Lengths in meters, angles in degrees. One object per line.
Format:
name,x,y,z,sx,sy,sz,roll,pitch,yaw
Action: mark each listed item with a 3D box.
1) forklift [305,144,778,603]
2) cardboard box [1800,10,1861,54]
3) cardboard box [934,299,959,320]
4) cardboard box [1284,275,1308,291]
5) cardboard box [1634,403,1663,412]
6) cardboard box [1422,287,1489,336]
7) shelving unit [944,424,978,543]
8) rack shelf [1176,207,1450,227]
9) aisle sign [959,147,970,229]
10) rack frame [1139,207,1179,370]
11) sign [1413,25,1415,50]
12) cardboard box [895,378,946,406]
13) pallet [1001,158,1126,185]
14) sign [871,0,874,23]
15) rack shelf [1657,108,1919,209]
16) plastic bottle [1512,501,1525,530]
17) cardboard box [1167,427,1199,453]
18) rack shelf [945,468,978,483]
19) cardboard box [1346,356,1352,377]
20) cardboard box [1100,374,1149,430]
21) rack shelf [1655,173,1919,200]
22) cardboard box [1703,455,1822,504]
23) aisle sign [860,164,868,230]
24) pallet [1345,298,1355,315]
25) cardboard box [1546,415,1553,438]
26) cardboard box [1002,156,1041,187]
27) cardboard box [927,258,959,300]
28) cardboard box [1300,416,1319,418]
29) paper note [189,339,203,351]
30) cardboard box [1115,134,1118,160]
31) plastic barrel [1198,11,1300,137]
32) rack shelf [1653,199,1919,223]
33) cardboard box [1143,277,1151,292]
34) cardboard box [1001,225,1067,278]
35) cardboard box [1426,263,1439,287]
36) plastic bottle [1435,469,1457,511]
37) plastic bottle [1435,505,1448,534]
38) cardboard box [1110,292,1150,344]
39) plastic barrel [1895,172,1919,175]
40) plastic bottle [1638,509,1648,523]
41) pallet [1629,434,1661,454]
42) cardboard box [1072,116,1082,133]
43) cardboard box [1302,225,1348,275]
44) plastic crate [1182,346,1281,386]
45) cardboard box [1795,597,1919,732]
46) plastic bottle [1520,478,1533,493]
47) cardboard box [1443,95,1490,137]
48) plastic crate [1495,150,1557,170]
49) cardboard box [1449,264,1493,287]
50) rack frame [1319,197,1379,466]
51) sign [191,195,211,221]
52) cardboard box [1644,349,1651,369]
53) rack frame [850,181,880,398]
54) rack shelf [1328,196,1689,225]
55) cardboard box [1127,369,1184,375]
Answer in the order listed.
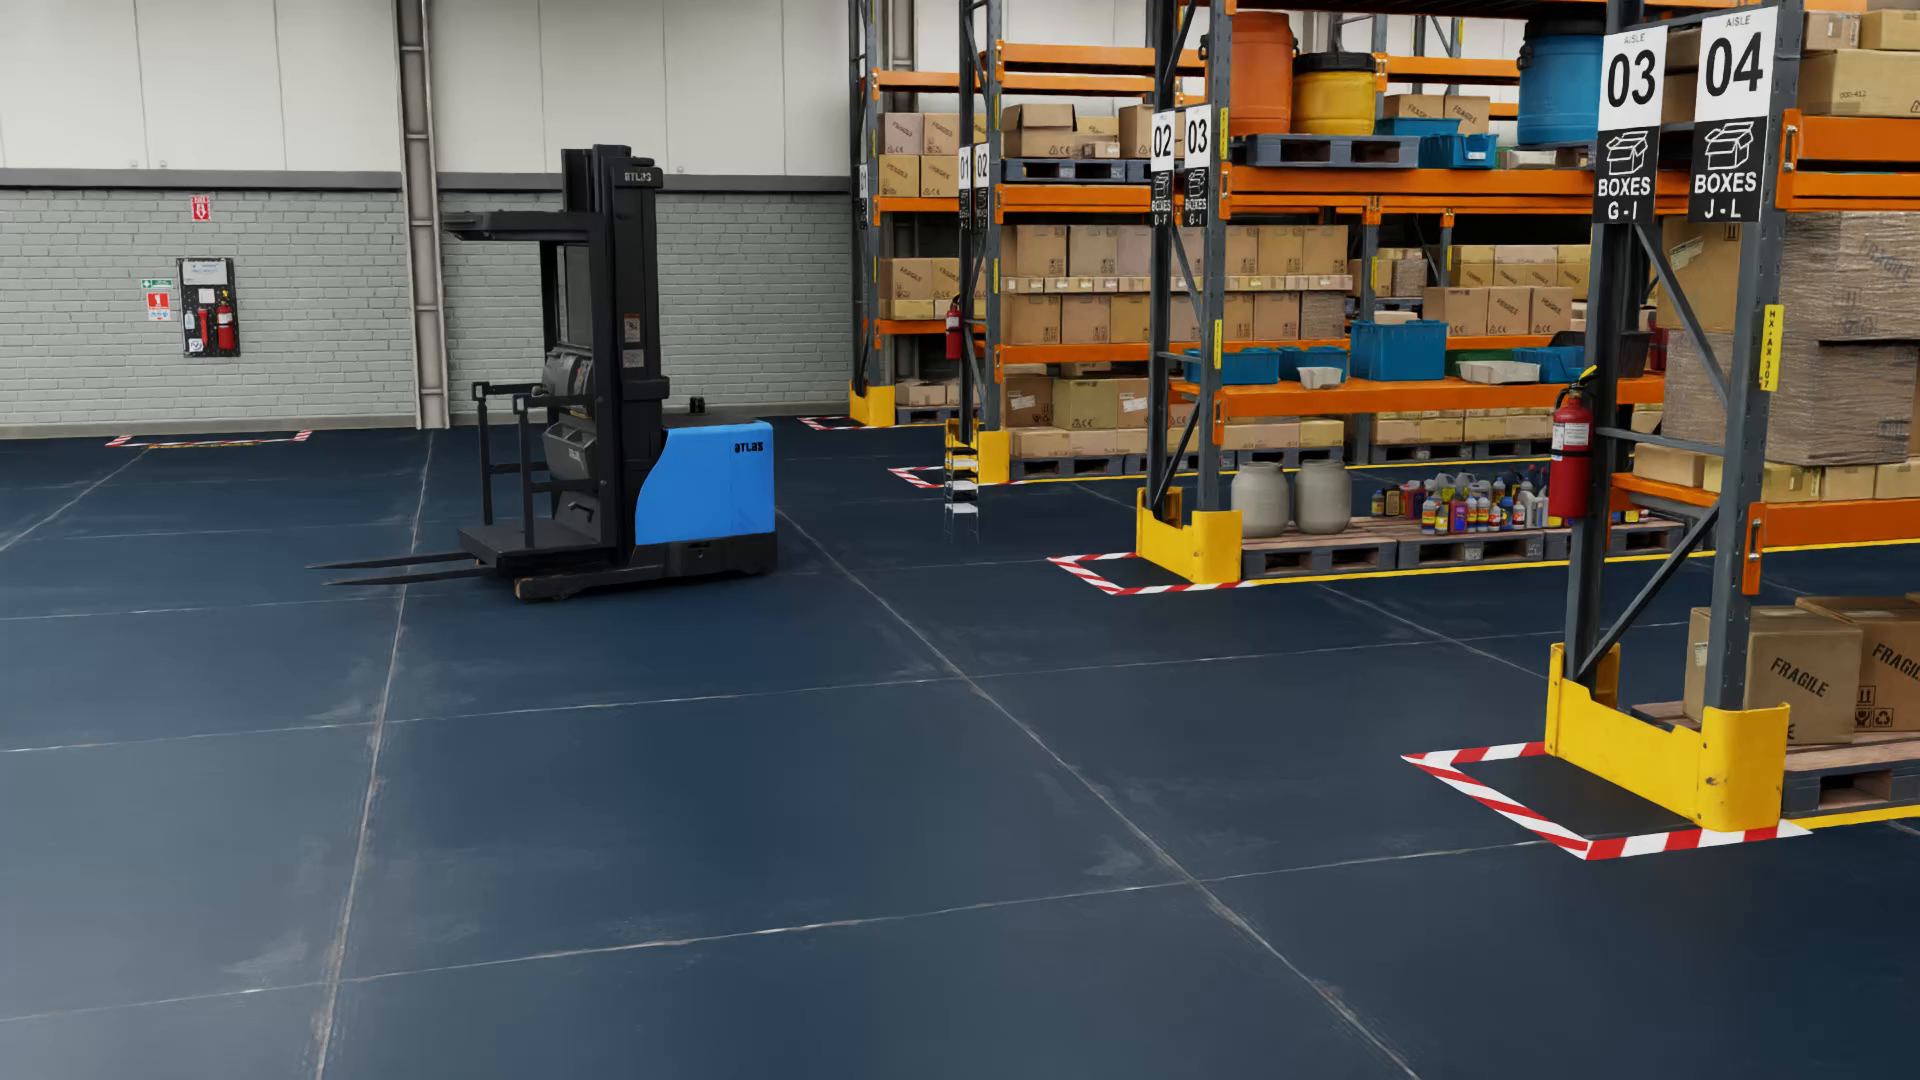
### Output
forklift,-2.817,-1.138,11.134,3.031,2.935,1.130,-6,12,-30
cardboard box,3.284,-1.977,6.527,0.250,0.149,0.380,-3,11,-16
cardboard box,-0.147,-2.923,20.998,0.500,0.250,0.500,-3,11,-18
cardboard box,3.340,-2.621,16.934,0.250,0.149,0.380,-3,11,-18
cardboard box,7.436,-1.593,18.302,0.500,0.311,0.500,-3,11,-14
cardboard box,5.278,-2.442,17.750,0.500,0.500,0.500,-2,11,-12
shelving unit,0.008,-0.443,12.967,0.210,0.900,0.258,-3,11,-16
rack shelf,4.562,-4.414,22.439,4.000,0.370,1.077,-3,11,-16
aisle sign,0.044,-3.454,16.343,0.004,0.787,0.394,-3,11,-16
rack frame,2.642,-3.191,22.095,0.127,3.000,1.000,-3,11,-16
sign,6.324,-6.977,23.076,0.005,0.325,0.100,-3,11,-16
cardboard box,-0.509,-1.902,21.305,0.500,0.311,0.500,-4,11,-22
pallet,0.876,-3.591,16.226,1.213,0.211,1.003,-3,11,-16
sign,-1.047,-6.343,19.849,0.005,0.325,0.100,-3,11,-16
rack shelf,4.875,-1.628,7.307,4.000,0.370,1.077,-3,11,-16
plastic bottle,4.116,-0.182,12.264,0.097,0.201,0.097,0,10,0
cardboard box,2.207,-1.046,16.878,0.500,0.250,0.500,-3,11,-16
rack shelf,0.008,-0.499,12.957,0.200,0.077,0.258,-3,11,-16
cardboard box,5.279,-2.329,23.103,0.500,0.500,0.700,-3,11,-16
cardboard box,1.723,-1.392,16.689,0.500,0.500,0.500,-3,11,-16
rack shelf,7.331,-2.691,13.084,4.000,0.370,1.077,-3,11,-16
cardboard box,3.295,-0.255,6.840,0.250,0.149,0.380,-3,11,-16
aisle sign,-1.184,-4.211,20.458,0.004,0.787,0.394,-3,11,-16
pallet,4.593,-3.192,22.630,1.213,0.211,1.003,-3,11,-16
cardboard box,6.456,-1.266,18.074,0.500,0.250,0.500,-3,11,-15
cardboard box,0.724,-4.575,20.997,0.500,0.500,0.500,-2,11,-12
cardboard box,-0.179,-3.289,20.914,0.500,0.500,0.500,-3,11,-16
cardboard box,3.500,-1.214,17.789,0.500,0.250,0.500,-3,11,-16
paper note,-9.102,-2.322,19.809,0.142,0.148,0.016,-3,11,-16
cardboard box,1.755,-3.967,16.723,0.500,0.311,0.500,-2,11,-9
plastic barrel,2.001,-3.206,11.546,0.708,0.830,0.600,-3,11,-16
rack shelf,9.791,-3.755,18.862,4.000,0.370,1.077,-3,11,-16
cardboard box,1.862,-2.544,16.512,0.250,0.149,0.380,-3,11,-17
cardboard box,0.692,-2.839,16.324,0.500,0.500,0.700,-3,11,-16
cardboard box,6.862,-3.669,23.536,0.500,0.500,0.500,-3,11,-16
plastic bottle,3.752,-0.373,12.891,0.185,0.351,0.144,-3,11,-14
plastic bottle,3.498,-0.149,12.087,0.097,0.201,0.097,0,10,0
cardboard box,1.622,-2.250,16.706,0.500,0.500,0.700,-3,11,-16
plastic barrel,7.774,-3.321,13.329,0.708,0.830,0.600,-3,11,-16
plastic bottle,5.150,-0.236,12.560,0.097,0.201,0.097,0,10,0
pallet,7.069,-1.126,18.581,1.213,0.211,1.003,-3,11,-16
cardboard box,1.215,-5.087,21.015,0.500,0.500,0.500,-3,11,-18
cardboard box,3.606,-2.994,17.164,0.500,0.500,0.700,-3,11,-16
plastic crate,1.967,-1.271,12.075,0.616,0.251,0.499,-3,11,-16
cardboard box,4.123,0.552,7.505,0.500,0.500,0.500,0,10,-1
plastic bottle,4.414,-0.346,12.964,0.097,0.271,0.097,0,10,0
cardboard box,5.174,-4.364,17.366,0.500,0.500,0.500,-2,11,-10
plastic crate,3.983,-2.663,11.670,0.396,0.136,0.243,-3,11,-16
cardboard box,7.020,-3.579,23.049,0.500,0.500,0.500,-3,11,-14
rack frame,4.030,-2.330,17.419,0.127,3.000,1.000,-3,11,-16
sign,-8.948,-3.909,19.595,0.199,0.298,0.001,-3,11,-16
cardboard box,9.735,-2.690,24.150,0.750,0.750,0.750,-3,11,-15
rack frame,-1.199,-2.989,20.996,0.127,3.000,1.000,-3,11,-16
rack shelf,5.950,-3.553,17.762,4.000,0.370,1.077,-3,11,-16
cardboard box,2.058,-1.508,17.316,0.500,0.500,0.500,-3,11,-16
